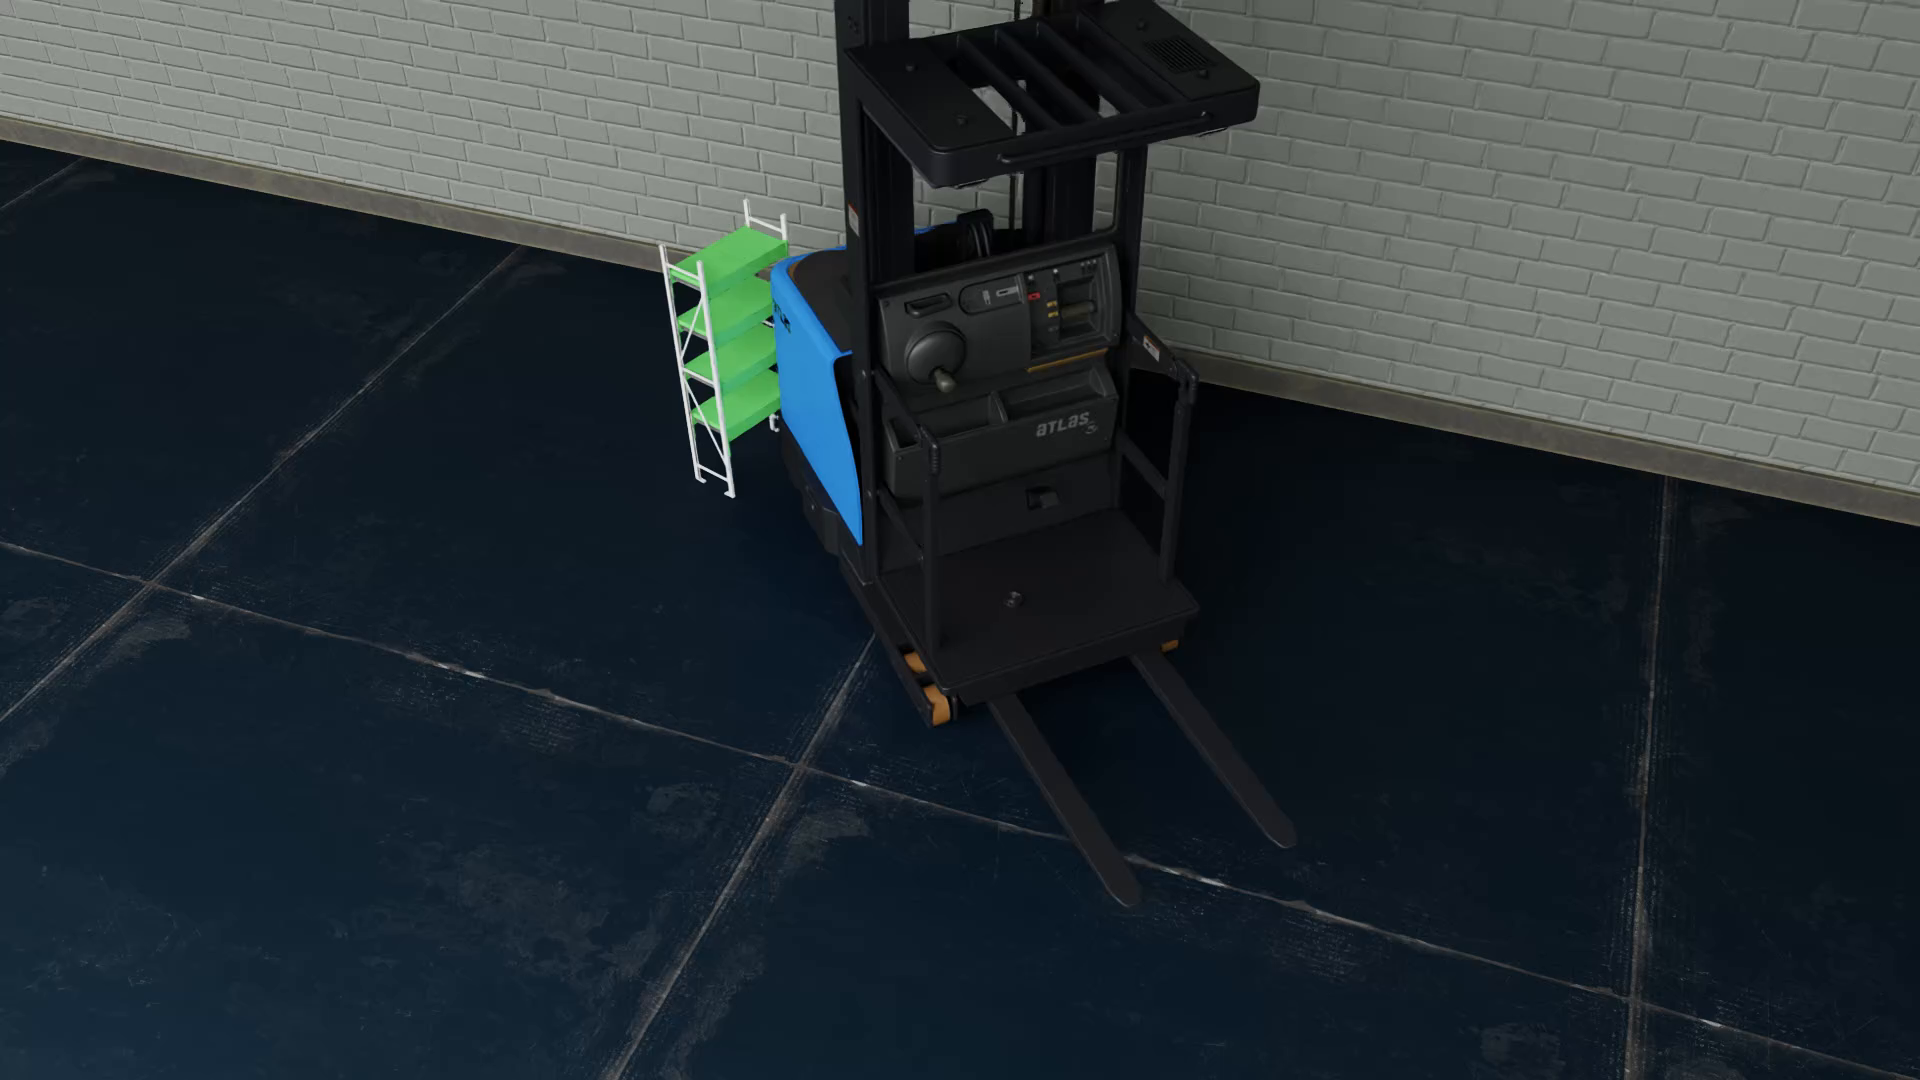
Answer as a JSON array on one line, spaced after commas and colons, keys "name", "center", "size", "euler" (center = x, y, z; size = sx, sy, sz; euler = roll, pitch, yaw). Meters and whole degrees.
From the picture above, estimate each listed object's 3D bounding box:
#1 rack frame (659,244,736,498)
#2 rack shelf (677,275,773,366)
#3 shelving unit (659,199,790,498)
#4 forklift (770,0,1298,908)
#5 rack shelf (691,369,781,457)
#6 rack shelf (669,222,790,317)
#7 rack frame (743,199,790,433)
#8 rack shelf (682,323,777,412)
[{"name": "rack frame", "center": [-1.120, -0.701, 7.141], "size": [0.240, 1.200, 0.015], "euler": [26, 47, 30]}, {"name": "rack shelf", "center": [-0.971, -0.960, 7.174], "size": [0.258, 0.148, 0.480], "euler": [26, 47, 30]}, {"name": "shelving unit", "center": [-0.967, -0.824, 7.285], "size": [0.258, 1.200, 0.503], "euler": [26, 47, 30]}, {"name": "forklift", "center": [0.244, -0.719, 5.835], "size": [1.130, 2.935, 3.031], "euler": [-16, 43, -18]}, {"name": "rack shelf", "center": [-0.960, -0.589, 7.478], "size": [0.258, 0.148, 0.480], "euler": [26, 47, 30]}, {"name": "rack shelf", "center": [-0.977, -1.146, 7.022], "size": [0.258, 0.148, 0.480], "euler": [26, 47, 30]}, {"name": "rack frame", "center": [-0.814, -0.947, 7.430], "size": [0.240, 1.200, 0.015], "euler": [26, 47, 30]}, {"name": "rack shelf", "center": [-0.965, -0.775, 7.326], "size": [0.258, 0.148, 0.480], "euler": [26, 47, 30]}]
